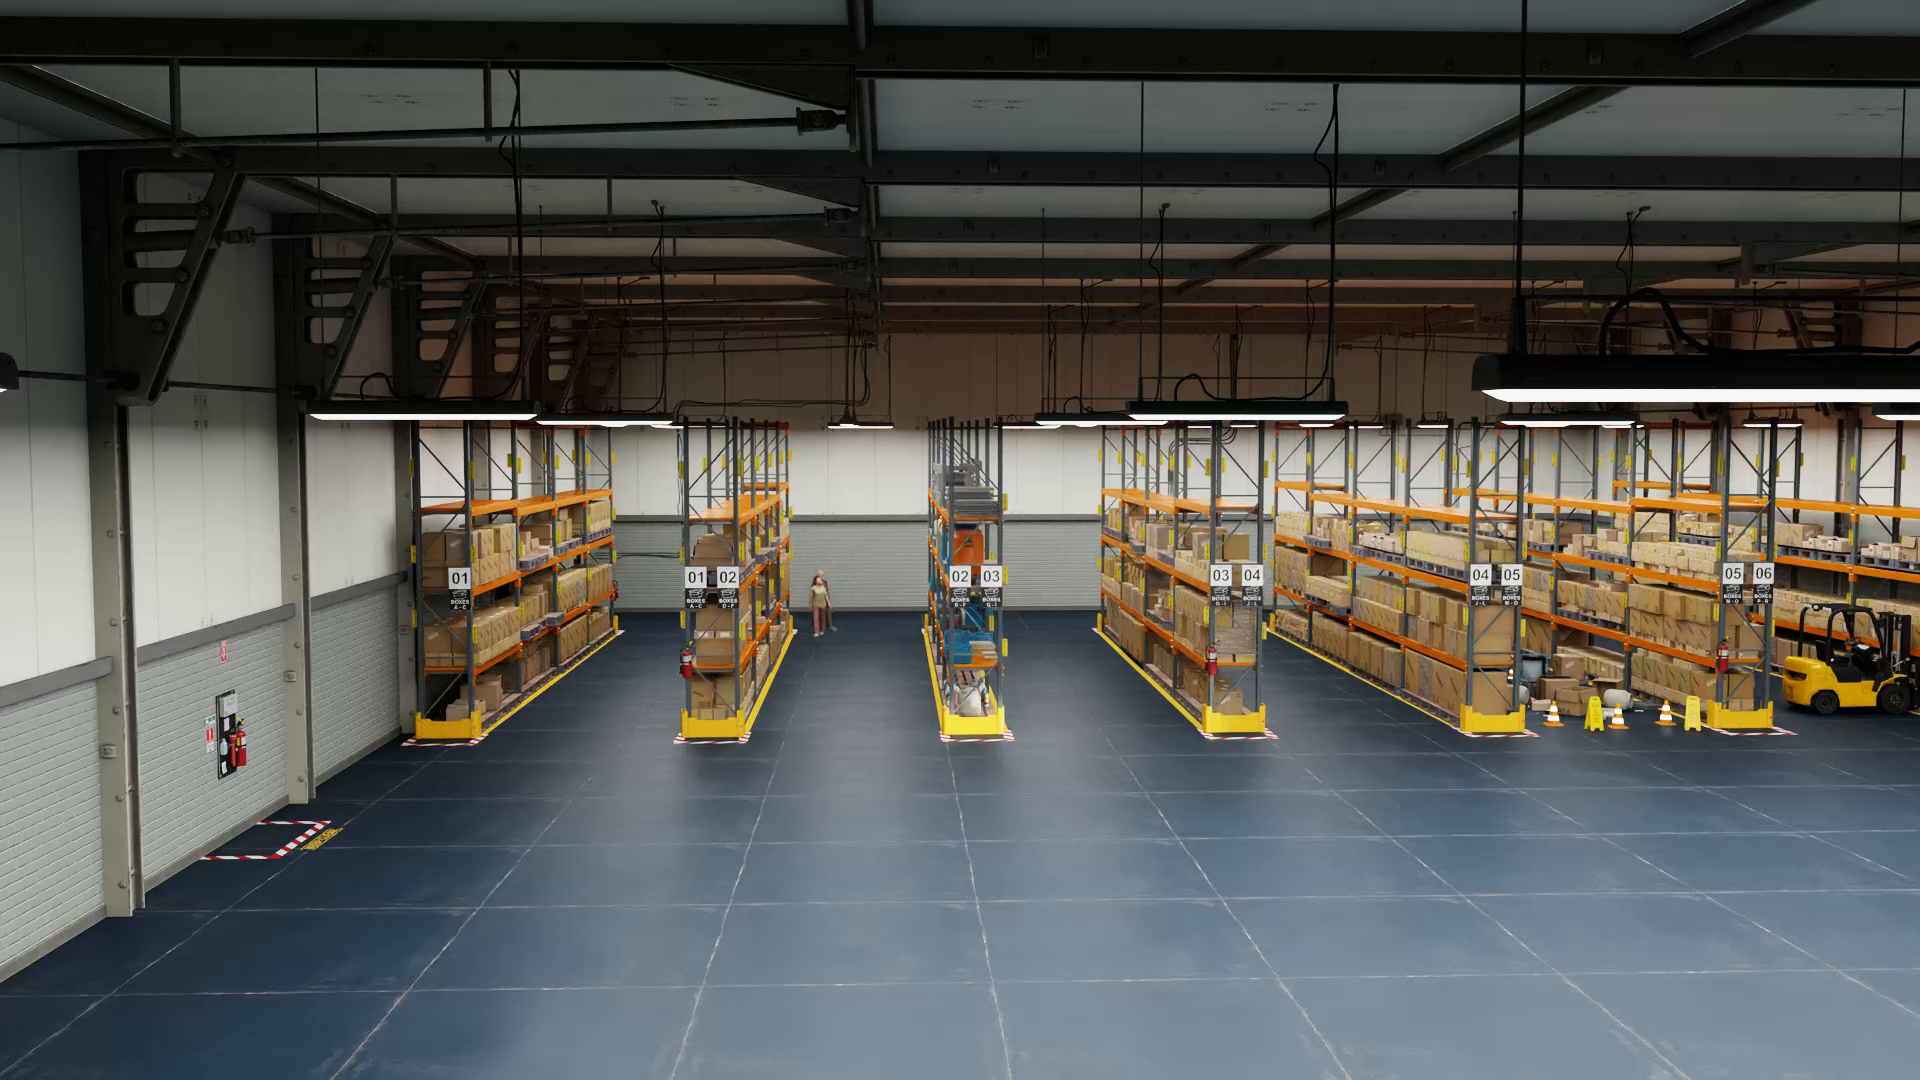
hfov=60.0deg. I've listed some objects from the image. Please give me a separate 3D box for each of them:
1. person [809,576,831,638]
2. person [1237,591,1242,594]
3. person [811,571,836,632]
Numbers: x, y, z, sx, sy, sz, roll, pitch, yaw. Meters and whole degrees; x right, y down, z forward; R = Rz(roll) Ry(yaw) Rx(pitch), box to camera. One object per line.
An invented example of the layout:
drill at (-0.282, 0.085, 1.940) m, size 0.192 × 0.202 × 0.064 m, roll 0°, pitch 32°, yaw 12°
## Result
person at (-3.708, 1.754, 43.997) m, size 0.582 × 1.613 × 1.023 m, roll 0°, pitch 4°, yaw -4°
person at (8.364, 1.722, 48.910) m, size 0.797 × 1.599 × 0.624 m, roll 0°, pitch 4°, yaw -2°
person at (-3.938, 1.748, 47.615) m, size 0.668 × 1.723 × 1.087 m, roll -2°, pitch 4°, yaw -29°
